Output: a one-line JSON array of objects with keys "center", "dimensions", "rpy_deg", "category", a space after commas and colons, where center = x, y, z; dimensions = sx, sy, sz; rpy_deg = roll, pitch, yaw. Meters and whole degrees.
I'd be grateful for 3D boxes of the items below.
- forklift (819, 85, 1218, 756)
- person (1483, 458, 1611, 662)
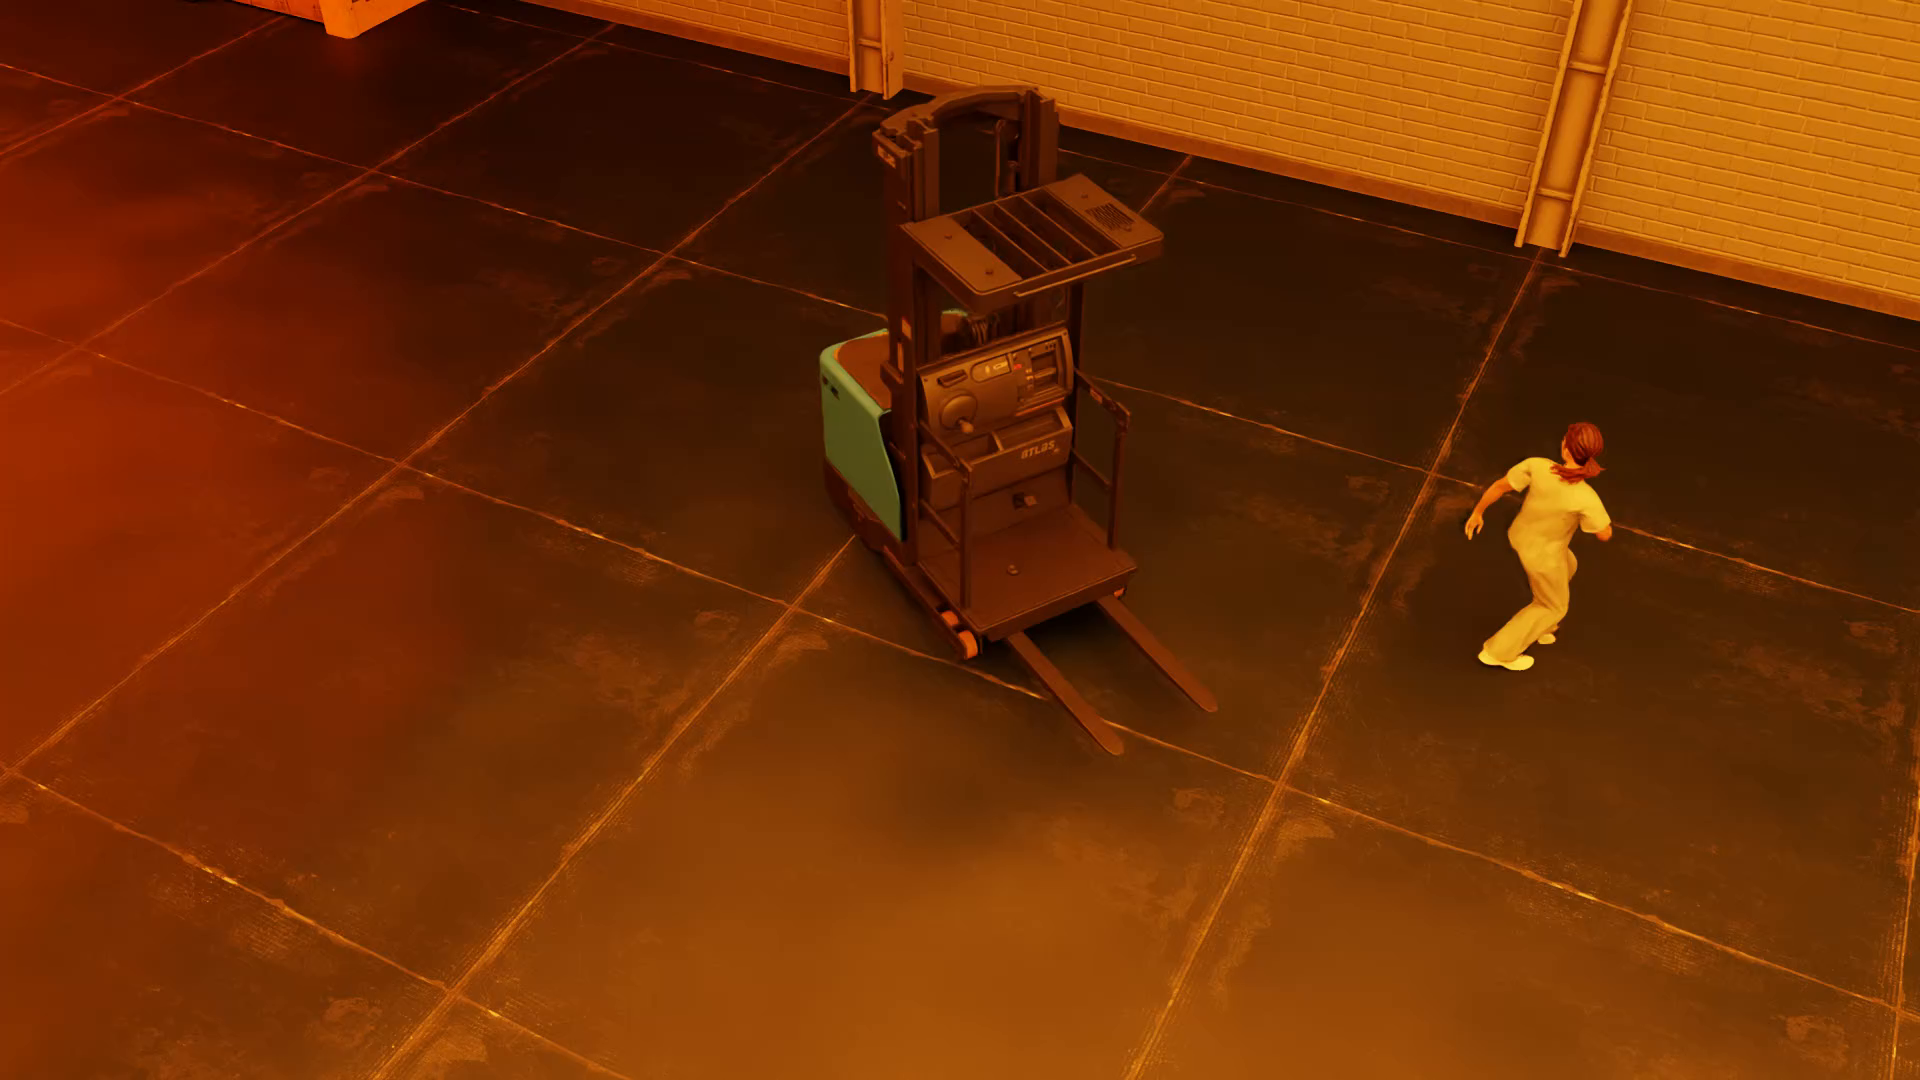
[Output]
[{"center": [0.320, -0.784, 8.918], "dimensions": [1.130, 2.935, 3.031], "rpy_deg": [-21, 44, -23], "category": "forklift"}, {"center": [3.193, 0.116, 9.011], "dimensions": [0.560, 1.309, 0.471], "rpy_deg": [-11, 41, -12], "category": "person"}]
